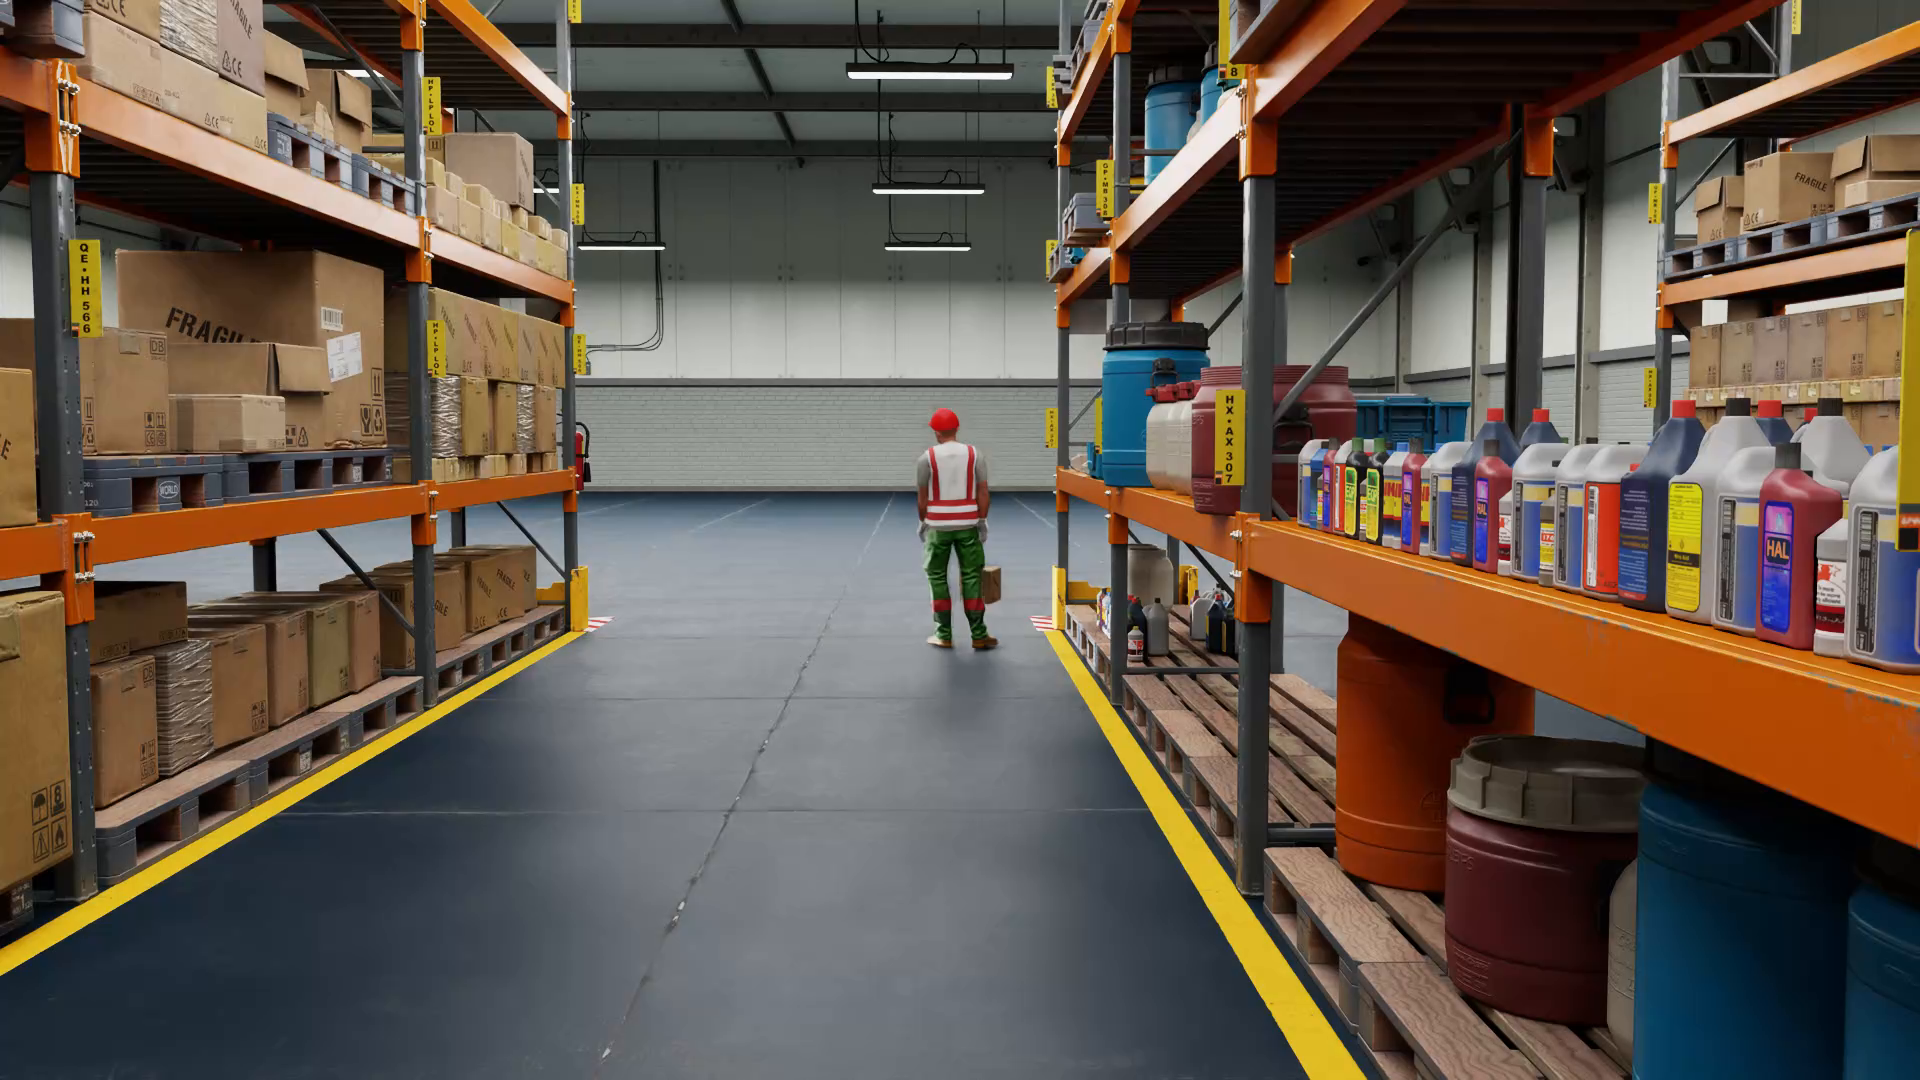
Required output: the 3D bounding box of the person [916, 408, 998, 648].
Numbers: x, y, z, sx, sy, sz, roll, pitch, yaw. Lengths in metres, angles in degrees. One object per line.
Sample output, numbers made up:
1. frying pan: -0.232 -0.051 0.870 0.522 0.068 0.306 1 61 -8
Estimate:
1. person: -0.026 -0.089 12.404 0.622 1.786 0.466 0 4 -7
